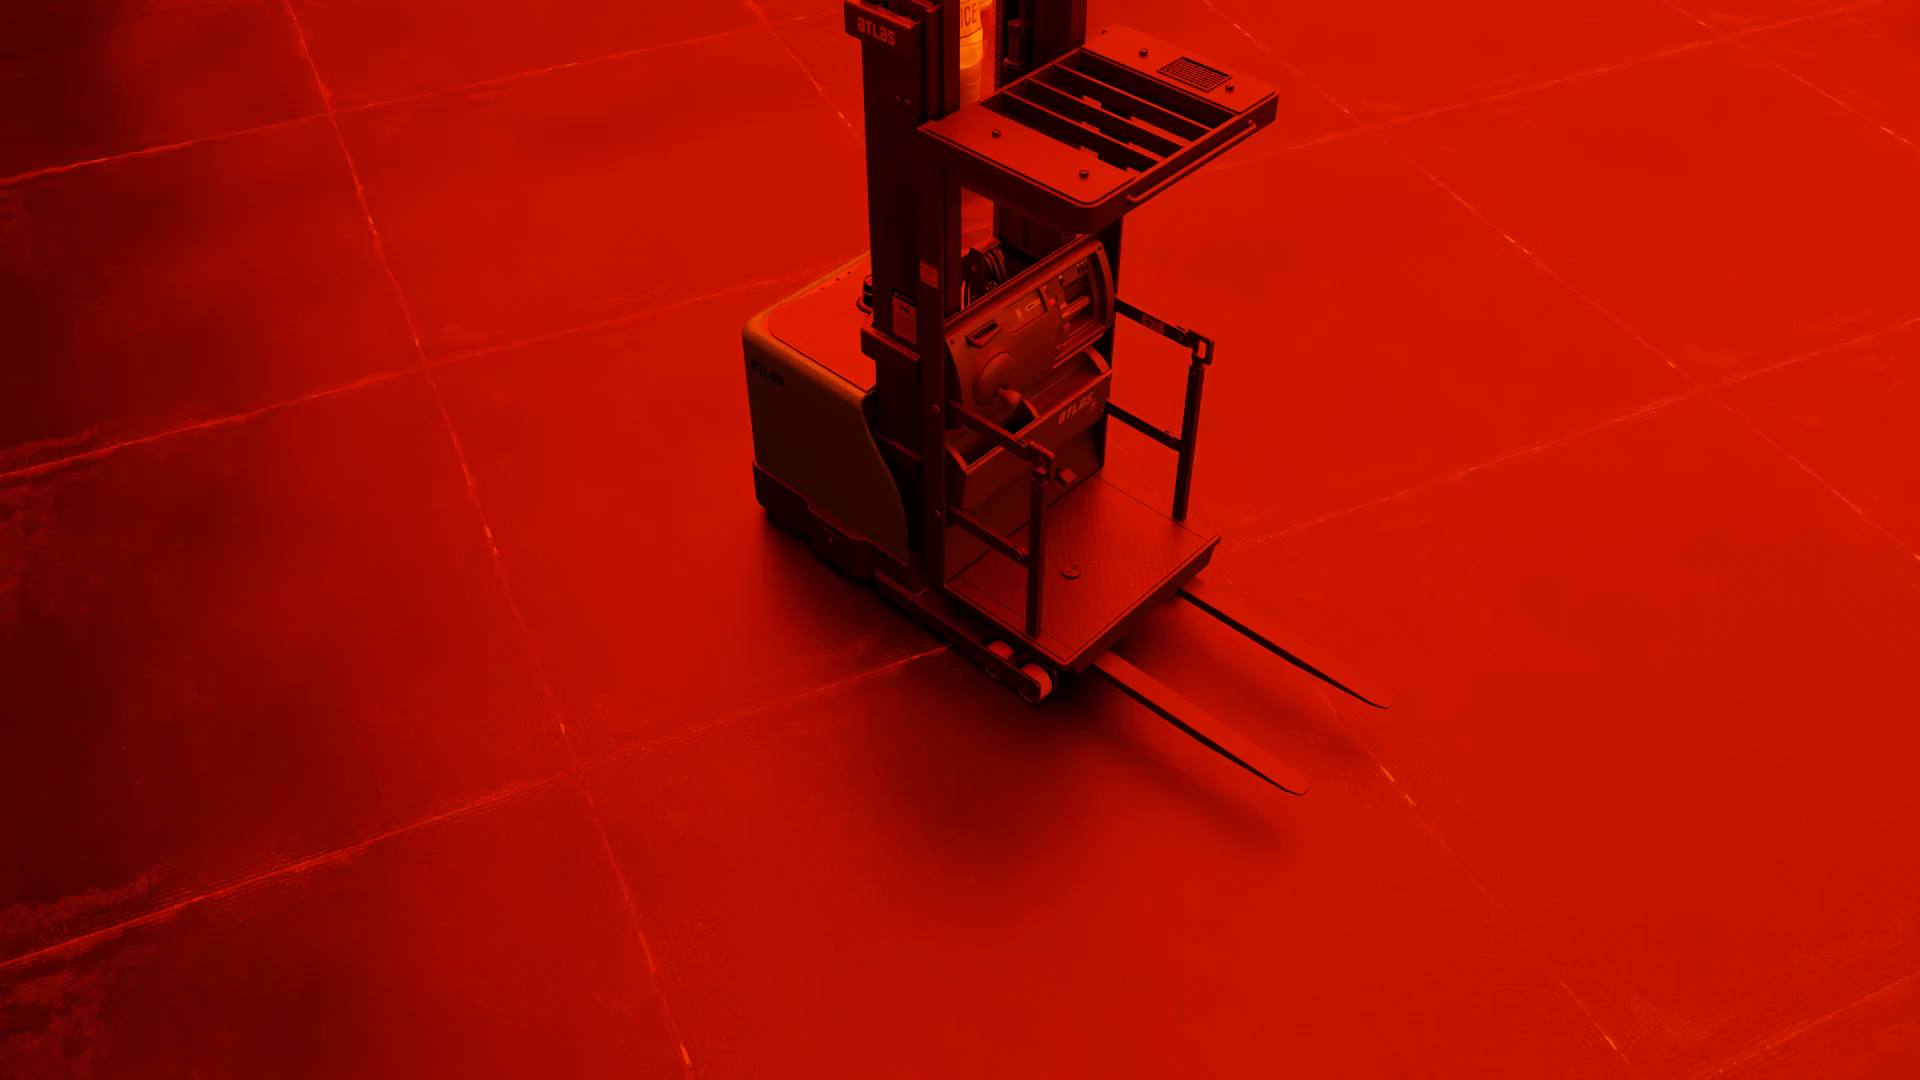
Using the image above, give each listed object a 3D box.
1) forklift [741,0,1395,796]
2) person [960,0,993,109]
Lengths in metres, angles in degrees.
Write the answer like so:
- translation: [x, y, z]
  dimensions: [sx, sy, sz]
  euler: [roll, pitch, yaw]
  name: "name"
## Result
- translation: [0.445, -0.788, 6.525]
  dimensions: [3.031, 2.935, 1.130]
  euler: [32, 52, 30]
  name: "forklift"
- translation: [-0.099, -2.834, 9.632]
  dimensions: [0.599, 1.671, 0.527]
  euler: [-17, 46, -18]
  name: "person"
